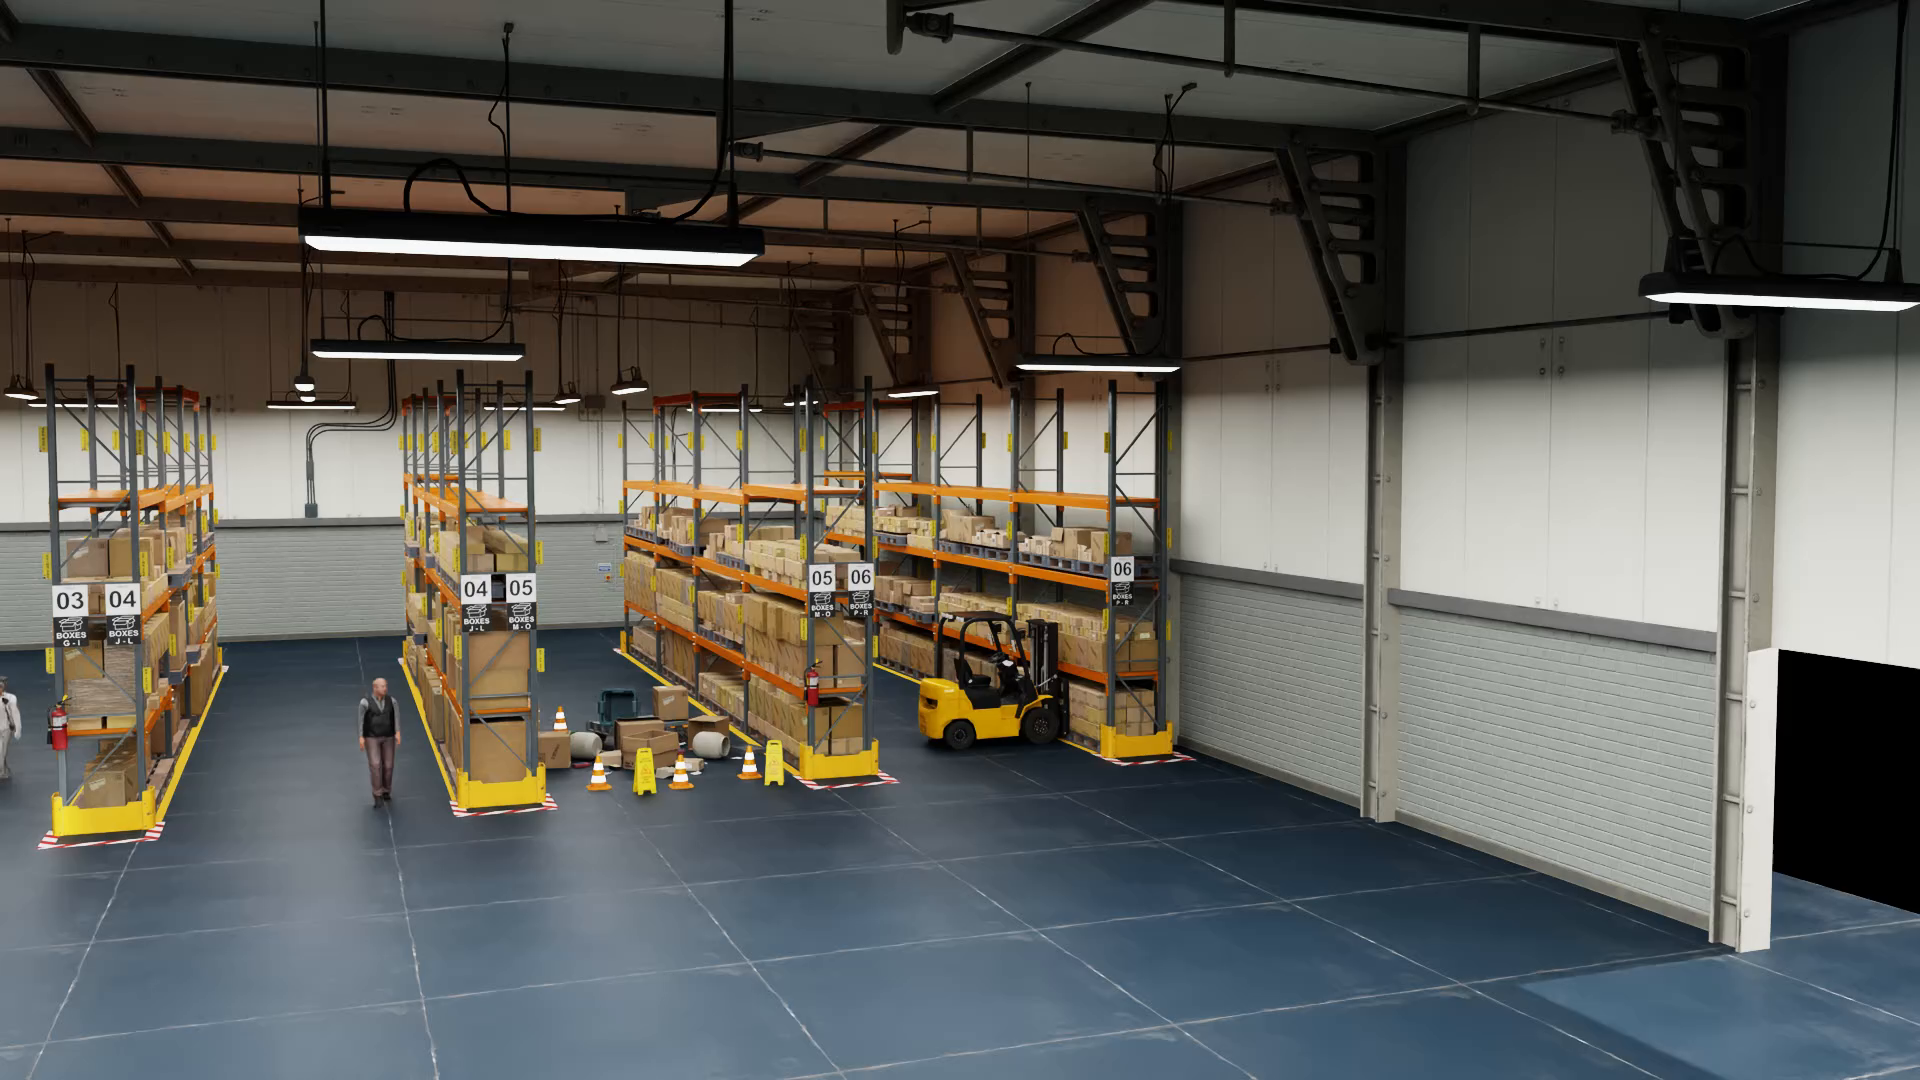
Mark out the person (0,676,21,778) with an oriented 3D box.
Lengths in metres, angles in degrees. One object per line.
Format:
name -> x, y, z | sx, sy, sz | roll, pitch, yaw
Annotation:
person -> -14.038, 2.782, 24.259 | 0.472, 1.578, 1.090 | -1, 3, -11

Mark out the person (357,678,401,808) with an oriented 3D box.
person -> -8.018, 2.807, 23.131 | 0.562, 1.729, 0.722 | -2, 4, -36
